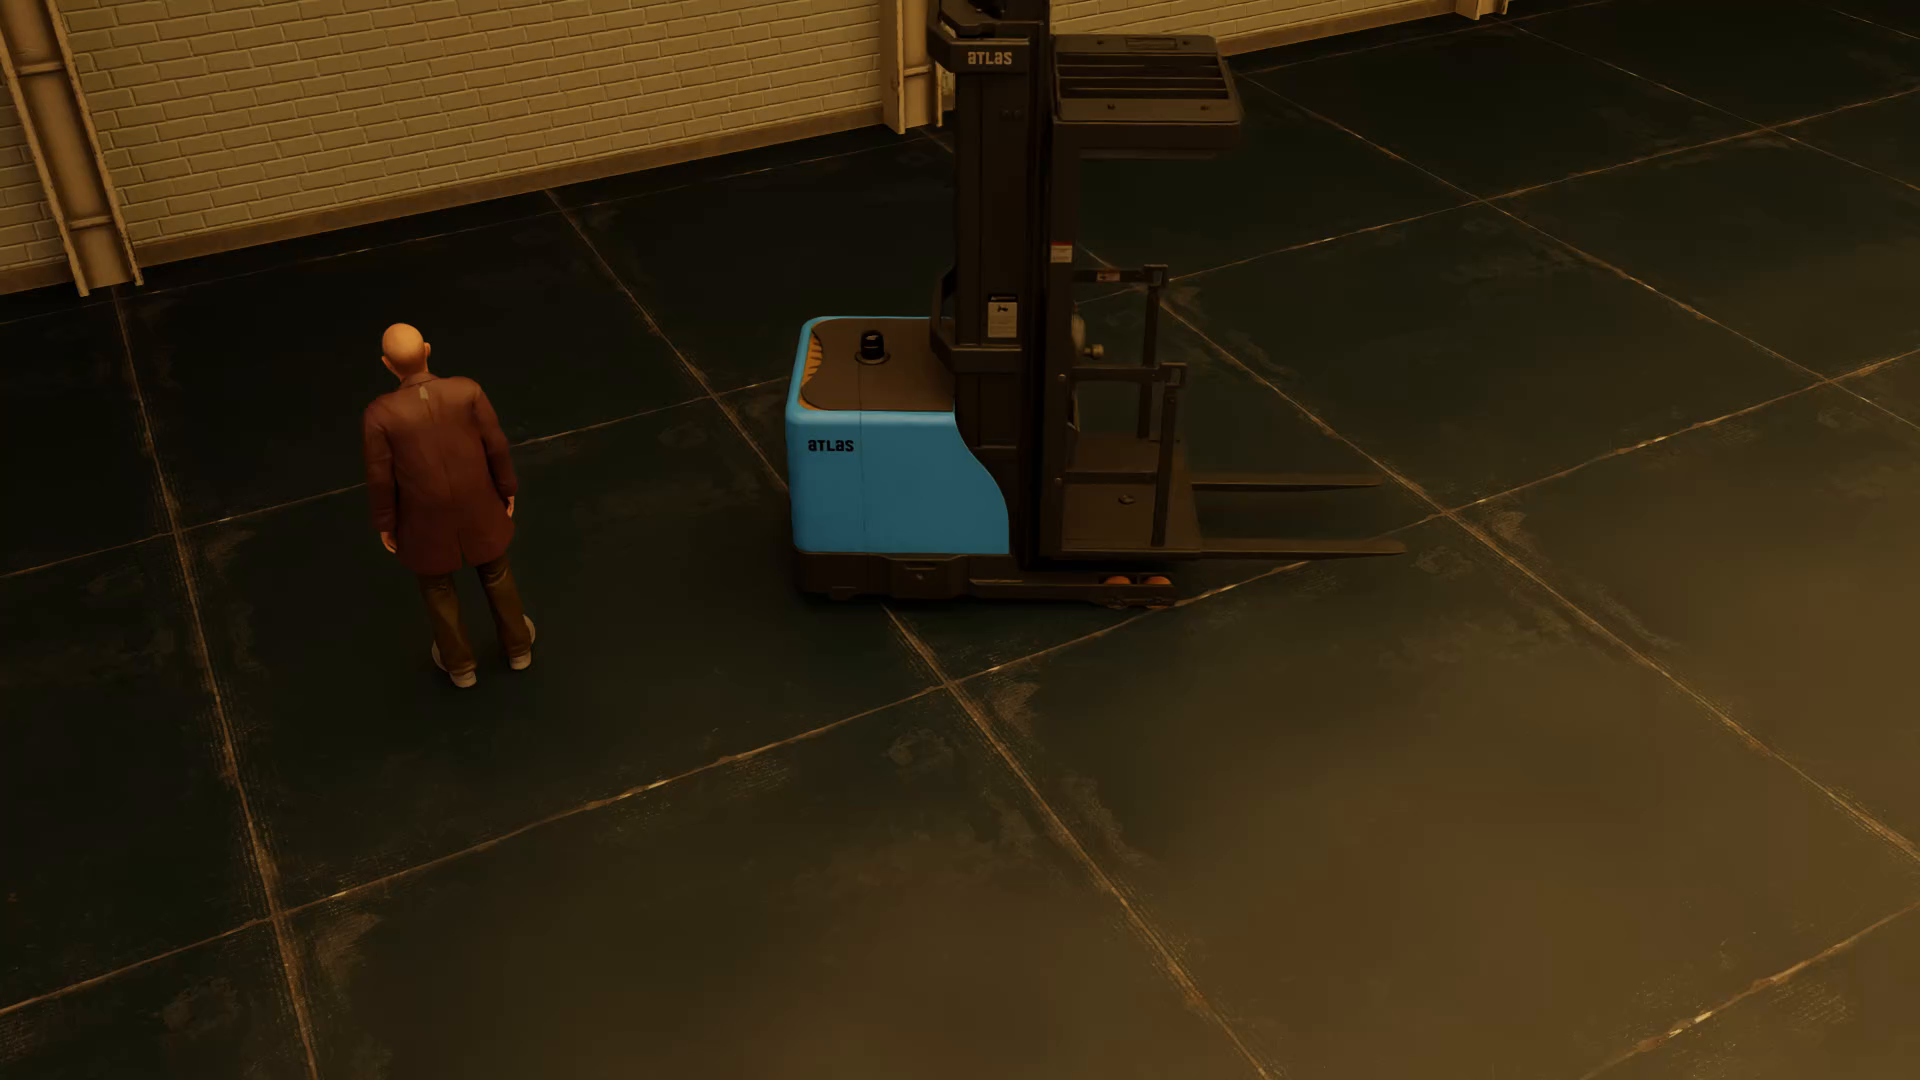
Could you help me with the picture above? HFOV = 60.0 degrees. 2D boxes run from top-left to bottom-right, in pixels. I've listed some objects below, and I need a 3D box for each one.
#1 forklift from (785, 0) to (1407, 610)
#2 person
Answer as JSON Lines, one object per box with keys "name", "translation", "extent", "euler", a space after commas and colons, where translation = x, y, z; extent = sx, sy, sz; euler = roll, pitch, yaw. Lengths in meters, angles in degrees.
{"name": "forklift", "translation": [0.697, -1.165, 7.771], "extent": [3.031, 2.935, 1.130], "euler": [1, 35, 1]}
{"name": "person", "translation": [-2.262, -0.140, 7.324], "extent": [0.644, 1.772, 0.430], "euler": [-17, 39, -23]}
